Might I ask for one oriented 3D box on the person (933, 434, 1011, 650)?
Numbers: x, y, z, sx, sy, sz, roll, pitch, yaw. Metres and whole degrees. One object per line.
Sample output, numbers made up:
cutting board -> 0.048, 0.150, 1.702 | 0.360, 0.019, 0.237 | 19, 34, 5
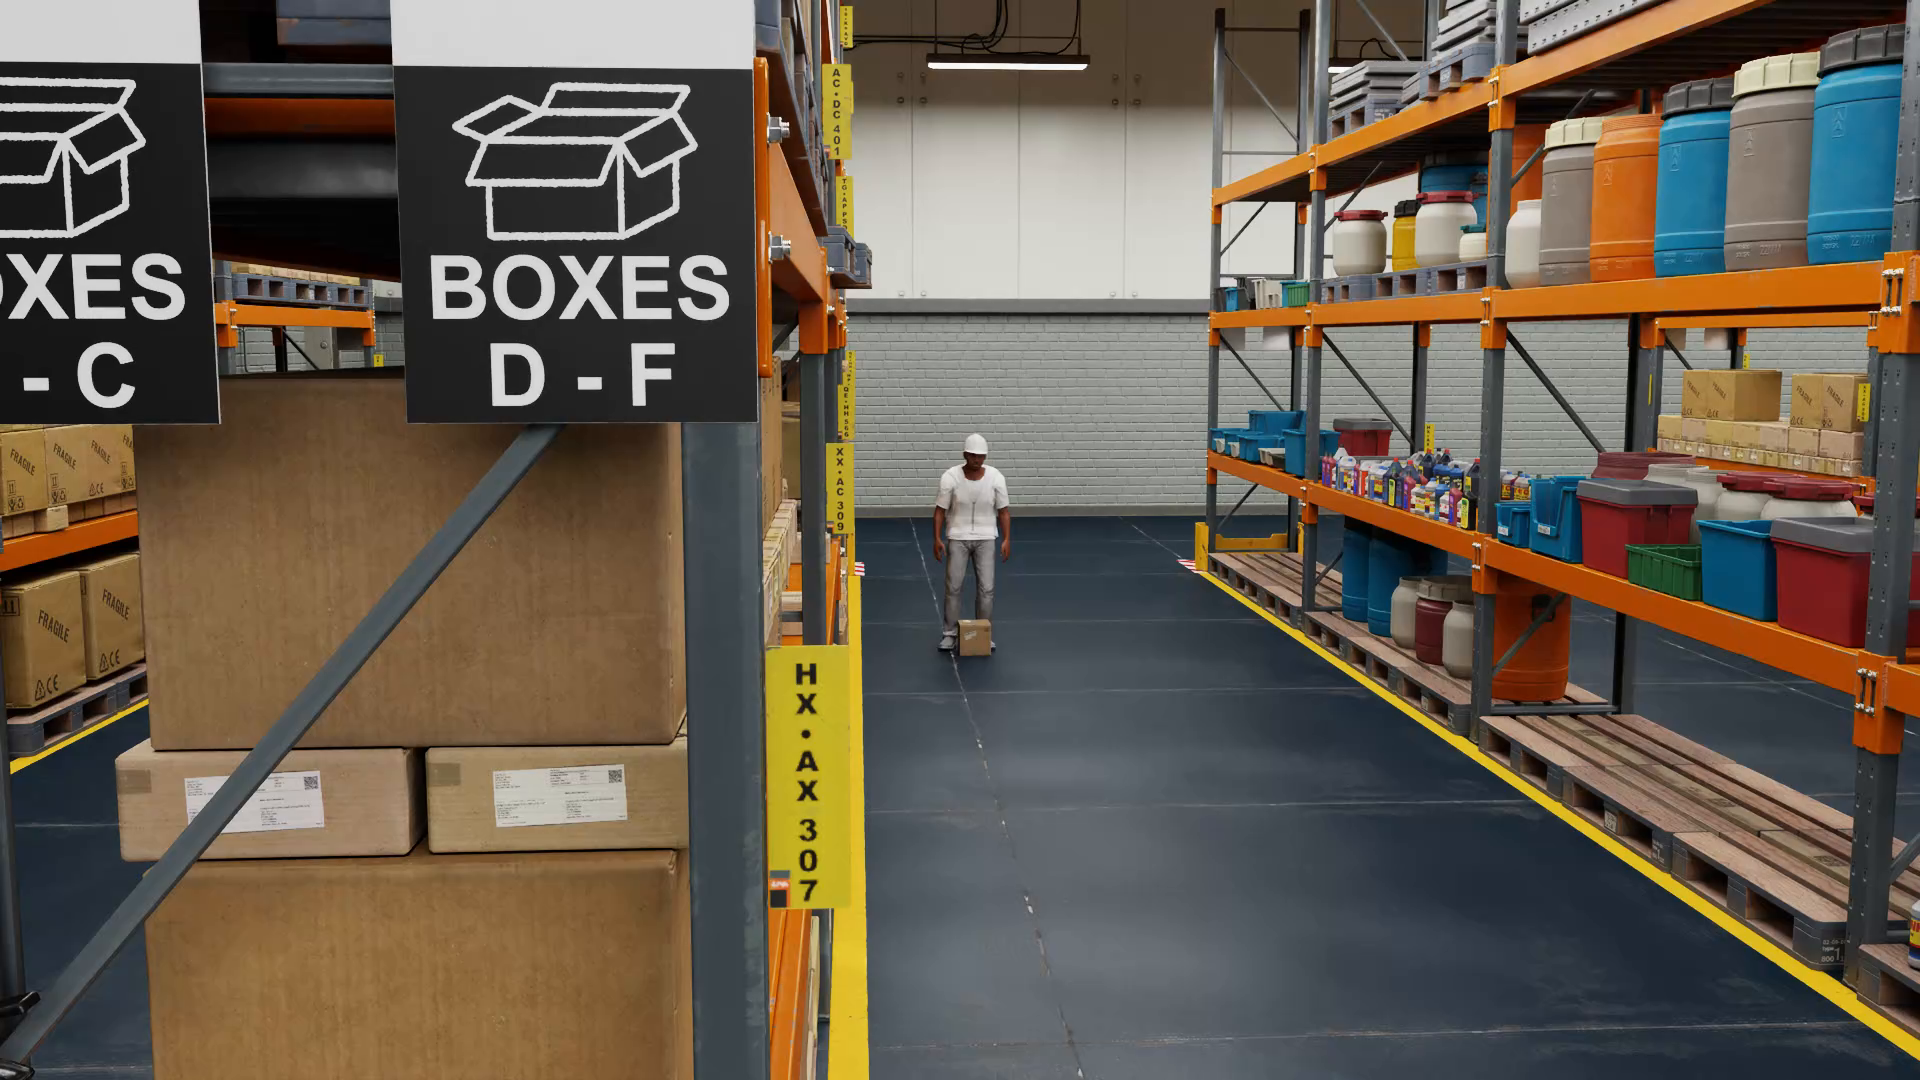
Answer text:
person -> 0.097, 0.013, 13.558 | 0.637, 1.761, 0.460 | -1, 7, -4
